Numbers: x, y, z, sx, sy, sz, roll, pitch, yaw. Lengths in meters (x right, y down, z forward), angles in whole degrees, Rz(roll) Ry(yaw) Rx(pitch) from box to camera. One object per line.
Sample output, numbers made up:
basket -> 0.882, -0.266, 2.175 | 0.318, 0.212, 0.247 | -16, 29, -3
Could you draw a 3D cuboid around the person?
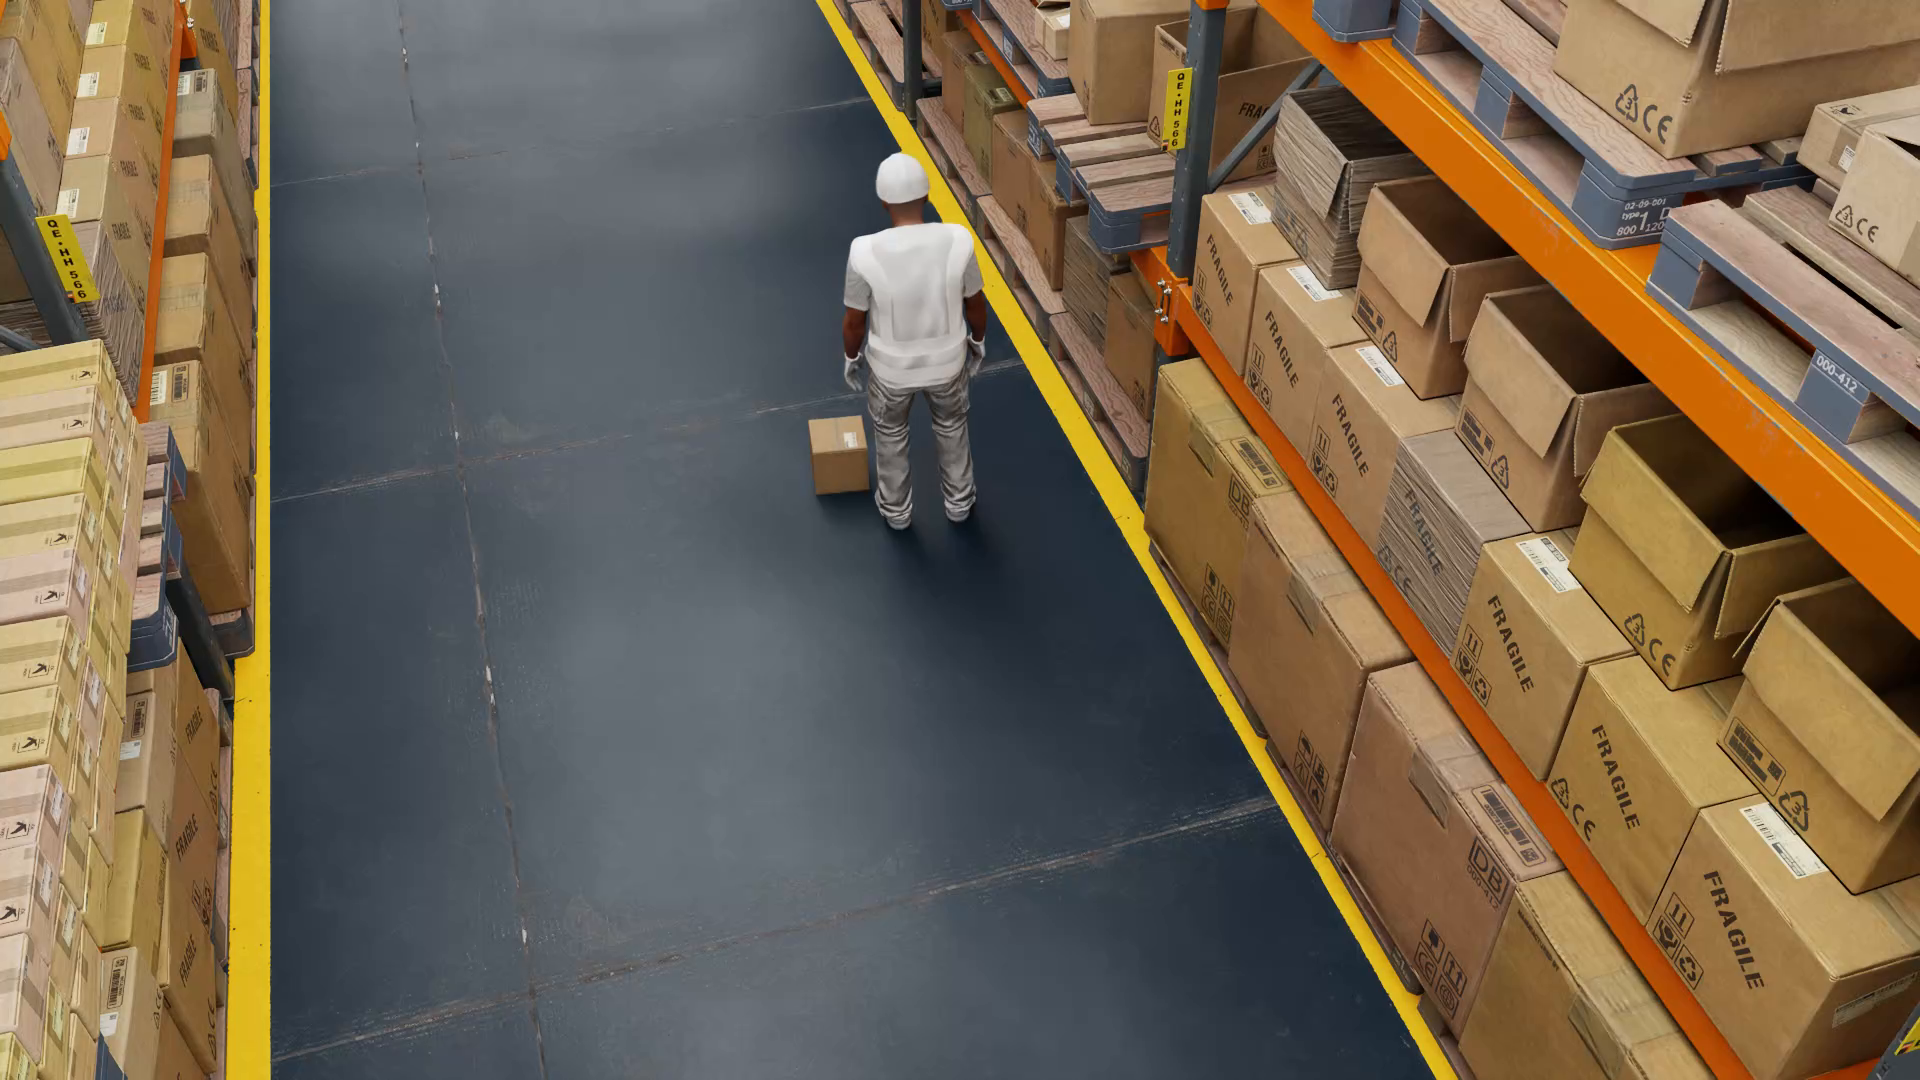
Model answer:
person -> -0.189, -0.794, 7.039 | 0.616, 1.772, 0.452 | -7, 42, -8
